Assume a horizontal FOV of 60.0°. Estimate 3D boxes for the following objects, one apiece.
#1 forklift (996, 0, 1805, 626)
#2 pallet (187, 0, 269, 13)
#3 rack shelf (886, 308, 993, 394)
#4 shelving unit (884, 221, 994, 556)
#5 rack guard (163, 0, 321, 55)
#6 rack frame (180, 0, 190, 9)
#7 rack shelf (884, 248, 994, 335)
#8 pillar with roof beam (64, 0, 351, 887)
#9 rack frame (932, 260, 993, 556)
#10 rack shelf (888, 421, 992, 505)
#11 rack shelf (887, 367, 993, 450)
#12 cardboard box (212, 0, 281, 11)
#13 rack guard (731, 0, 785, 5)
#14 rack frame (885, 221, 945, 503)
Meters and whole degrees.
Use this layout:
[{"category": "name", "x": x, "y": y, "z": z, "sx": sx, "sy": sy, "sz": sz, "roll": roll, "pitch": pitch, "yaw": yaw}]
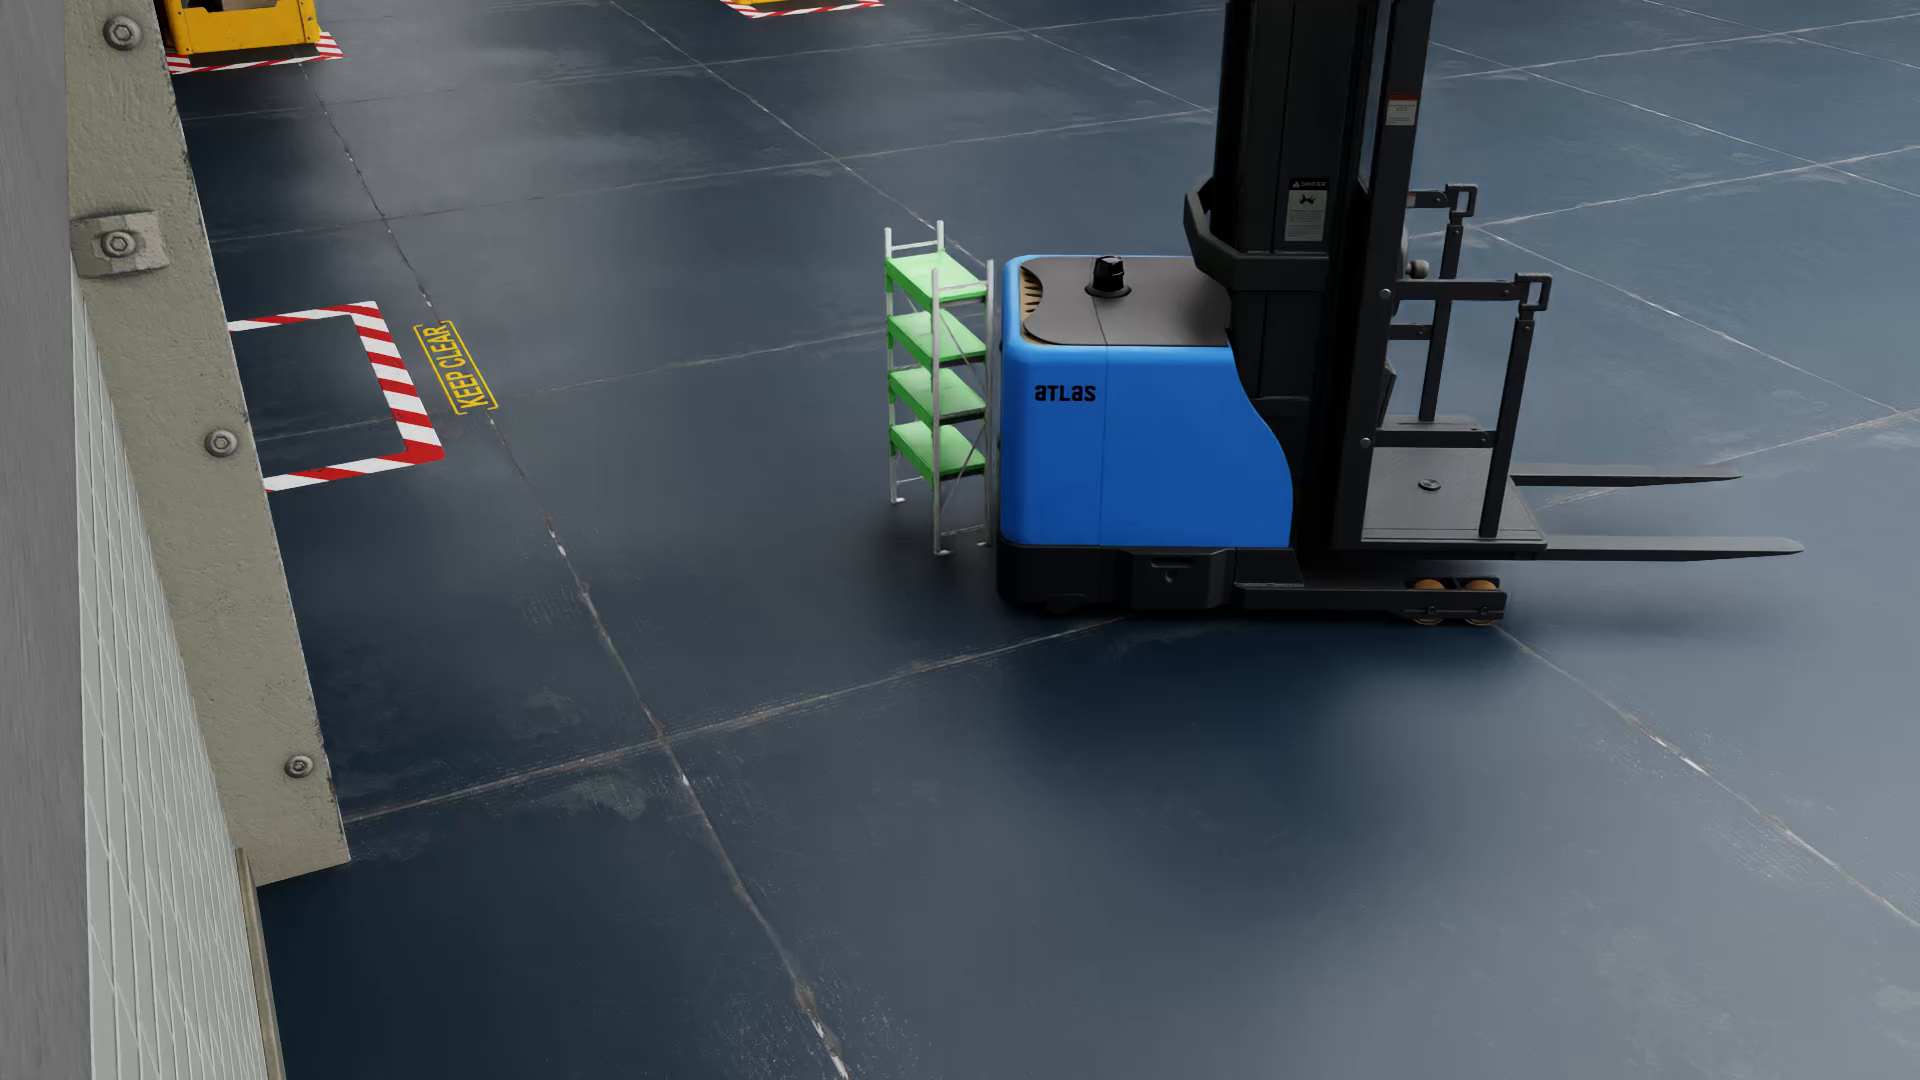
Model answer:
[{"category": "forklift", "x": 1.661, "y": -1.224, "z": 5.937, "sx": 3.031, "sy": 2.935, "sz": 1.130, "roll": 1, "pitch": 29, "yaw": 1}, {"category": "pallet", "x": -6.483, "y": -4.751, "z": 15.007, "sx": 1.003, "sy": 0.211, "sz": 1.213, "roll": -13, "pitch": 32, "yaw": -22}, {"category": "rack shelf", "x": -0.085, "y": -0.750, "z": 6.501, "sx": 0.258, "sy": 0.148, "sz": 0.480, "roll": -12, "pitch": 31, "yaw": -20}, {"category": "shelving unit", "x": -0.085, "y": -0.597, "z": 6.588, "sx": 0.258, "sy": 1.200, "sz": 0.503, "roll": -12, "pitch": 31, "yaw": -20}, {"category": "rack guard", "x": -6.167, "y": -4.511, "z": 14.283, "sx": 1.175, "sy": 0.500, "sz": 0.348, "roll": -13, "pitch": 32, "yaw": -22}, {"category": "rack frame", "x": -6.134, "y": -5.568, "z": 13.612, "sx": 1.000, "sy": 3.000, "sz": 0.127, "roll": -13, "pitch": 32, "yaw": -22}, {"category": "rack shelf", "x": -0.085, "y": -0.960, "z": 6.384, "sx": 0.258, "sy": 0.148, "sz": 0.480, "roll": -12, "pitch": 31, "yaw": -20}, {"category": "pillar with roof beam", "x": 1.824, "y": -3.915, "z": 4.531, "sx": 9.100, "sy": 9.000, "sz": 0.400, "roll": -13, "pitch": 32, "yaw": -22}, {"category": "rack frame", "x": 0.010, "y": -0.487, "z": 6.391, "sx": 0.240, "sy": 1.200, "sz": 0.015, "roll": -12, "pitch": 31, "yaw": -20}, {"category": "rack shelf", "x": -0.085, "y": -0.332, "z": 6.736, "sx": 0.258, "sy": 0.148, "sz": 0.480, "roll": -12, "pitch": 31, "yaw": -20}, {"category": "rack shelf", "x": -0.085, "y": -0.541, "z": 6.619, "sx": 0.258, "sy": 0.148, "sz": 0.480, "roll": -12, "pitch": 31, "yaw": -20}, {"category": "cardboard box", "x": -6.350, "y": -4.911, "z": 14.741, "sx": 0.500, "sy": 0.311, "sz": 0.500, "roll": -17, "pitch": 33, "yaw": -28}, {"category": "rack guard", "x": -1.651, "y": -5.509, "z": 16.062, "sx": 1.175, "sy": 0.500, "sz": 0.348, "roll": -13, "pitch": 32, "yaw": -22}, {"category": "rack frame", "x": -0.179, "y": -0.707, "z": 6.784, "sx": 0.240, "sy": 1.200, "sz": 0.015, "roll": -12, "pitch": 31, "yaw": -20}]
